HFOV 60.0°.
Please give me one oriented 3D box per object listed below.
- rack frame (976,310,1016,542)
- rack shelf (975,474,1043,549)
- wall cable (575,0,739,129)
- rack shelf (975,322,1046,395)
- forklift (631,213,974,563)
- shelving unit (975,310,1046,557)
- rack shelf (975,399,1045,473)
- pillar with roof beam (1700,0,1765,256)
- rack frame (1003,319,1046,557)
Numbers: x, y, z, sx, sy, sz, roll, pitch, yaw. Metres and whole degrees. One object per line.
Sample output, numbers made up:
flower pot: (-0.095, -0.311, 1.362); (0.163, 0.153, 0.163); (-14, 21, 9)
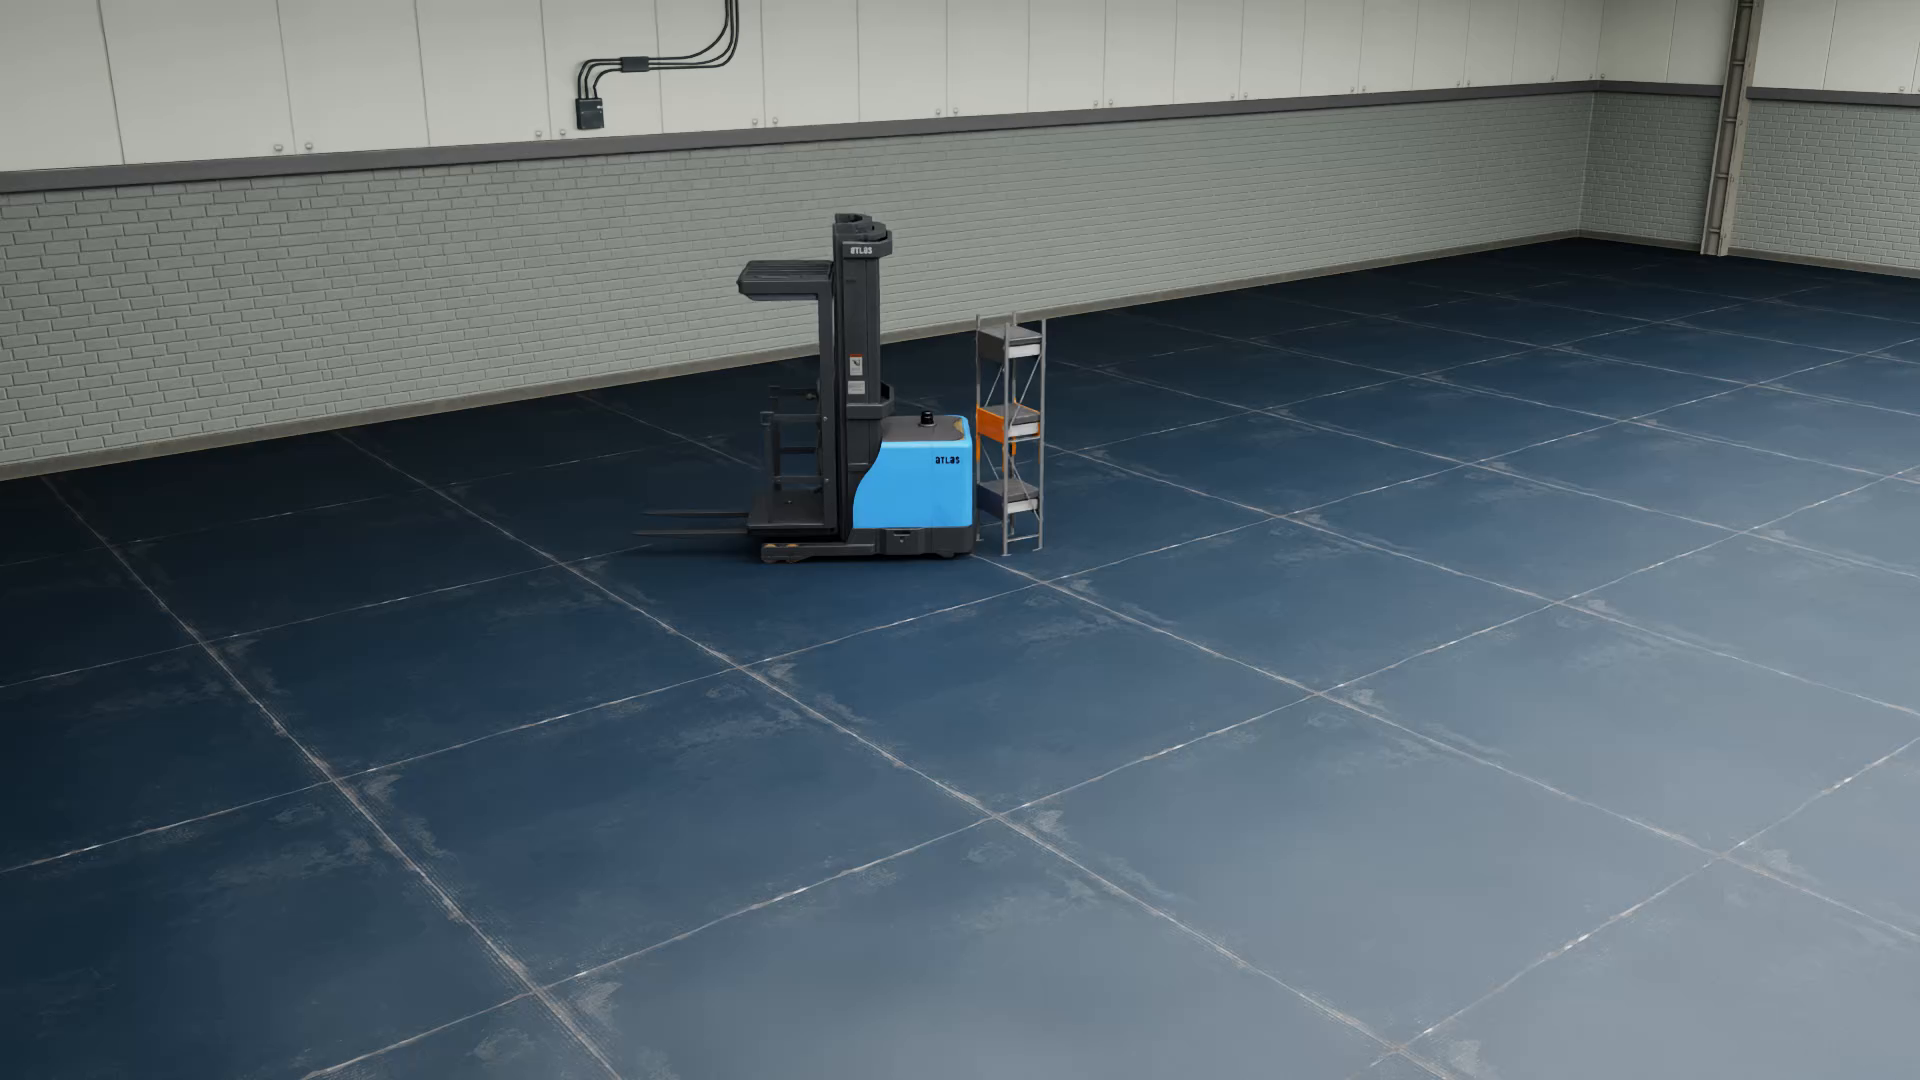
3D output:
rack frame: (0.321, -1.011, 14.963); (0.400, 2.100, 0.015); (-10, 21, -28)
rack shelf: (0.440, -0.267, 14.985); (0.431, 0.518, 0.480); (-10, 21, -28)
wall cable: (-3.666, -8.015, 19.730); (2.305, 6.003, 0.169); (-14, 23, -36)
rack shelf: (0.440, -1.596, 14.545); (0.431, 0.518, 0.480); (-10, 21, -28)
forklift: (-1.410, -1.356, 14.684); (3.031, 2.935, 1.130); (-1, 18, -2)
shelving unit: (0.440, -0.944, 14.761); (0.431, 2.100, 0.503); (-10, 21, -28)
rack shelf: (0.440, -0.931, 14.765); (0.431, 0.518, 0.480); (-10, 21, -28)
pillar with roof beam: (10.992, -8.875, 27.738); (9.100, 9.000, 0.400); (-14, 23, -36)
rack frame: (0.559, -0.877, 14.558); (0.400, 2.100, 0.015); (-10, 21, -28)
